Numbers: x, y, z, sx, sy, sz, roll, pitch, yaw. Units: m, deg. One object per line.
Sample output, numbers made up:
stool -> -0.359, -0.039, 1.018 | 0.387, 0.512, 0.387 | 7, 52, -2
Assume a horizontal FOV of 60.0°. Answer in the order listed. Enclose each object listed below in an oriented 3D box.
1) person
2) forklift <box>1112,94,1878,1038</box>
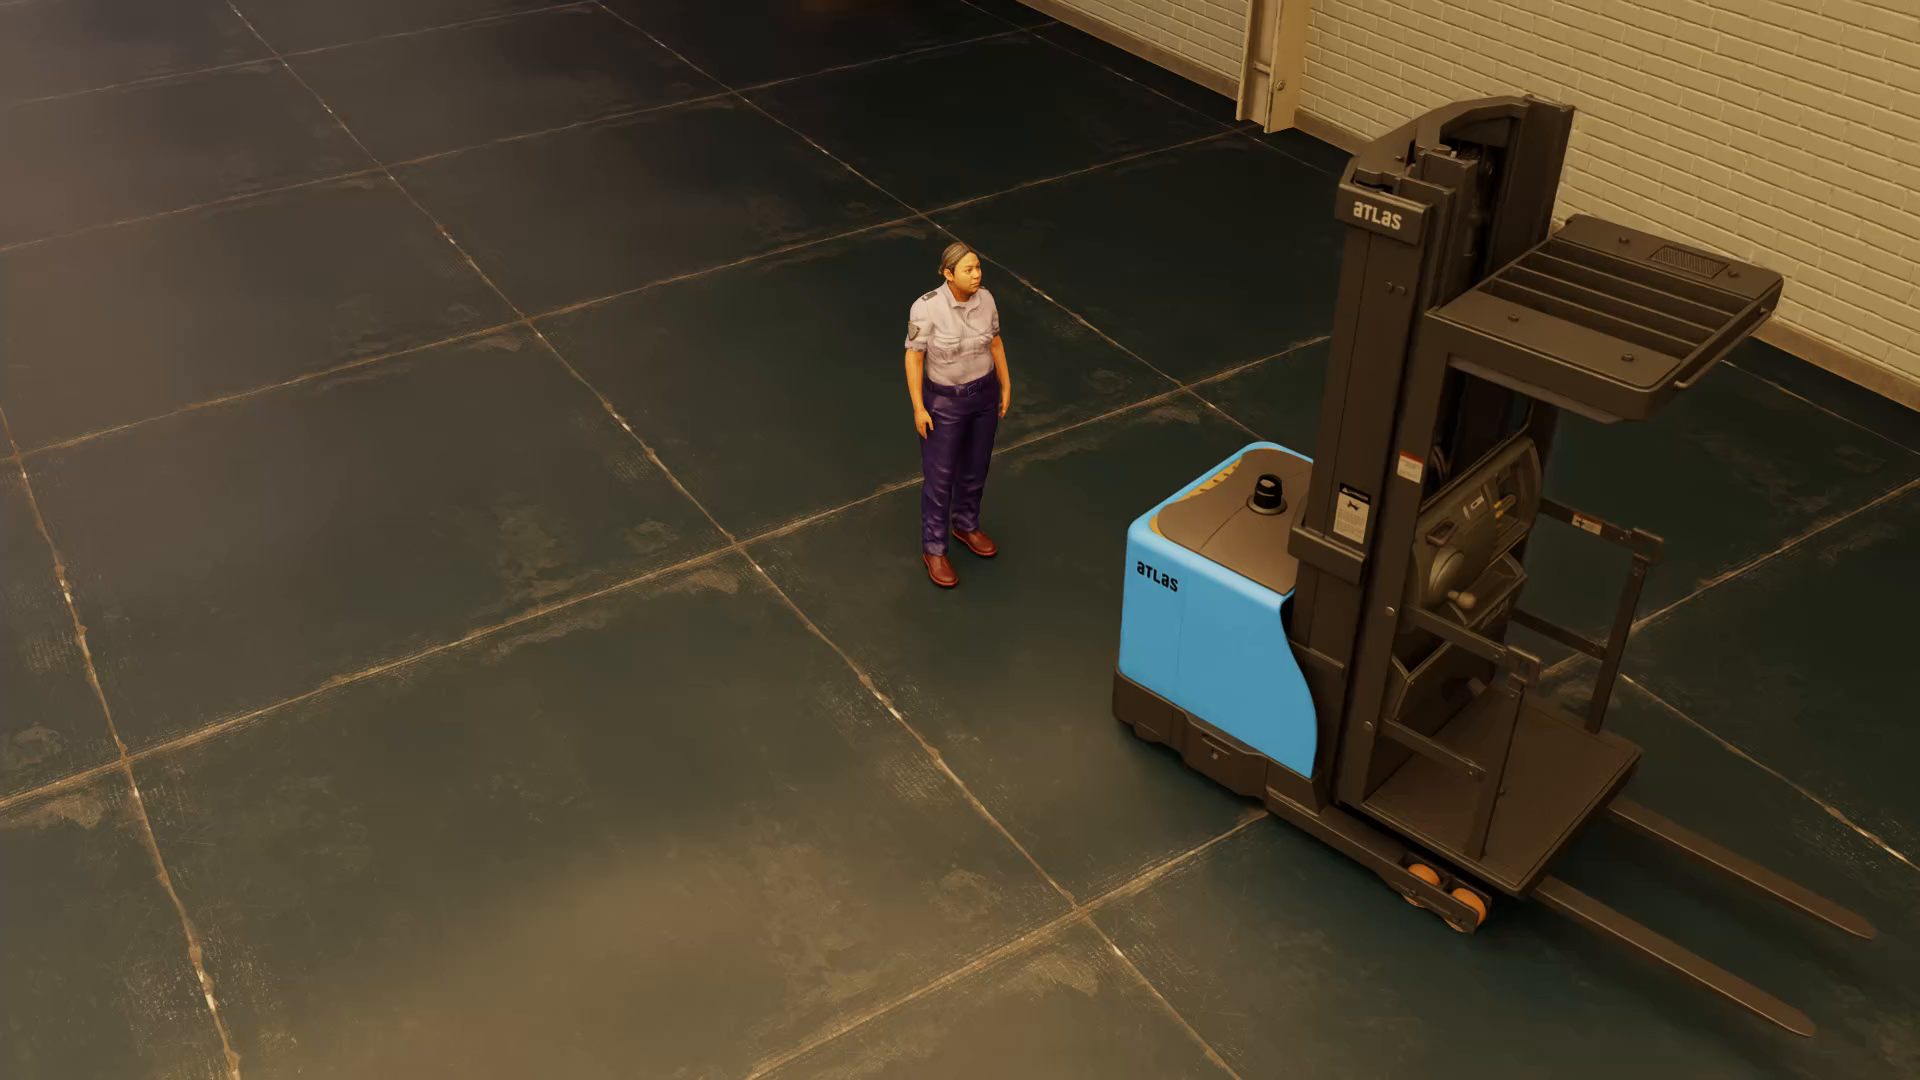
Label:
person -> 0.030, -0.630, 8.148 | 0.599, 1.650, 0.503 | -21, 40, -27
forklift -> 2.105, -0.007, 6.158 | 3.031, 2.935, 1.130 | 28, 44, 34
